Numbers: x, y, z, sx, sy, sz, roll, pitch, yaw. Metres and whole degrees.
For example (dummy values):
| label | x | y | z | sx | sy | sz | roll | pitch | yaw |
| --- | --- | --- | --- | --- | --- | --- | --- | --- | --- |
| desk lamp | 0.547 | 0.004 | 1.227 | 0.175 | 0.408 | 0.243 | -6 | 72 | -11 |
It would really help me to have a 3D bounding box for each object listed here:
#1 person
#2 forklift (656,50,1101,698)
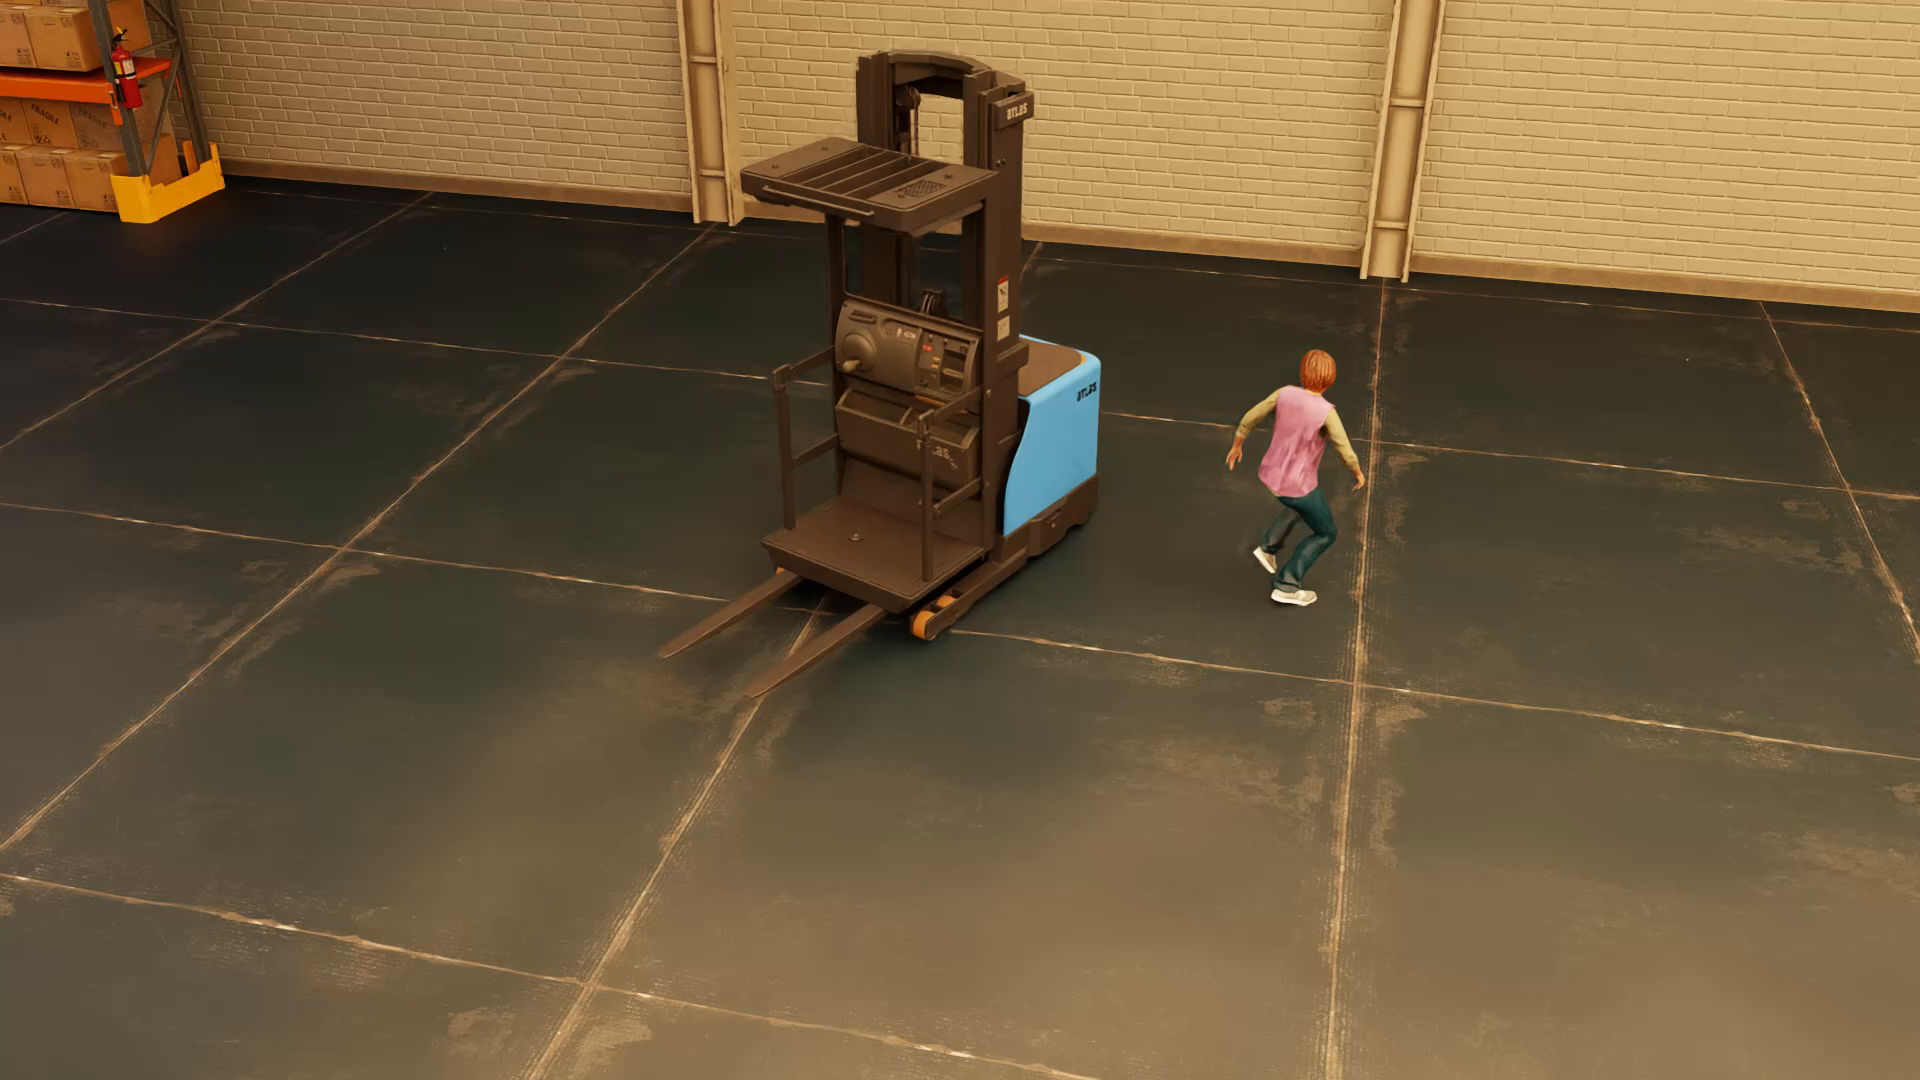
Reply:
| label | x | y | z | sx | sy | sz | roll | pitch | yaw |
| --- | --- | --- | --- | --- | --- | --- | --- | --- | --- |
| person | 1.895 | -0.359 | 9.255 | 0.580 | 1.511 | 0.648 | -14 | 32 | -23 |
| forklift | -0.419 | -0.993 | 8.922 | 1.130 | 2.935 | 3.031 | 20 | 35 | 31 |
